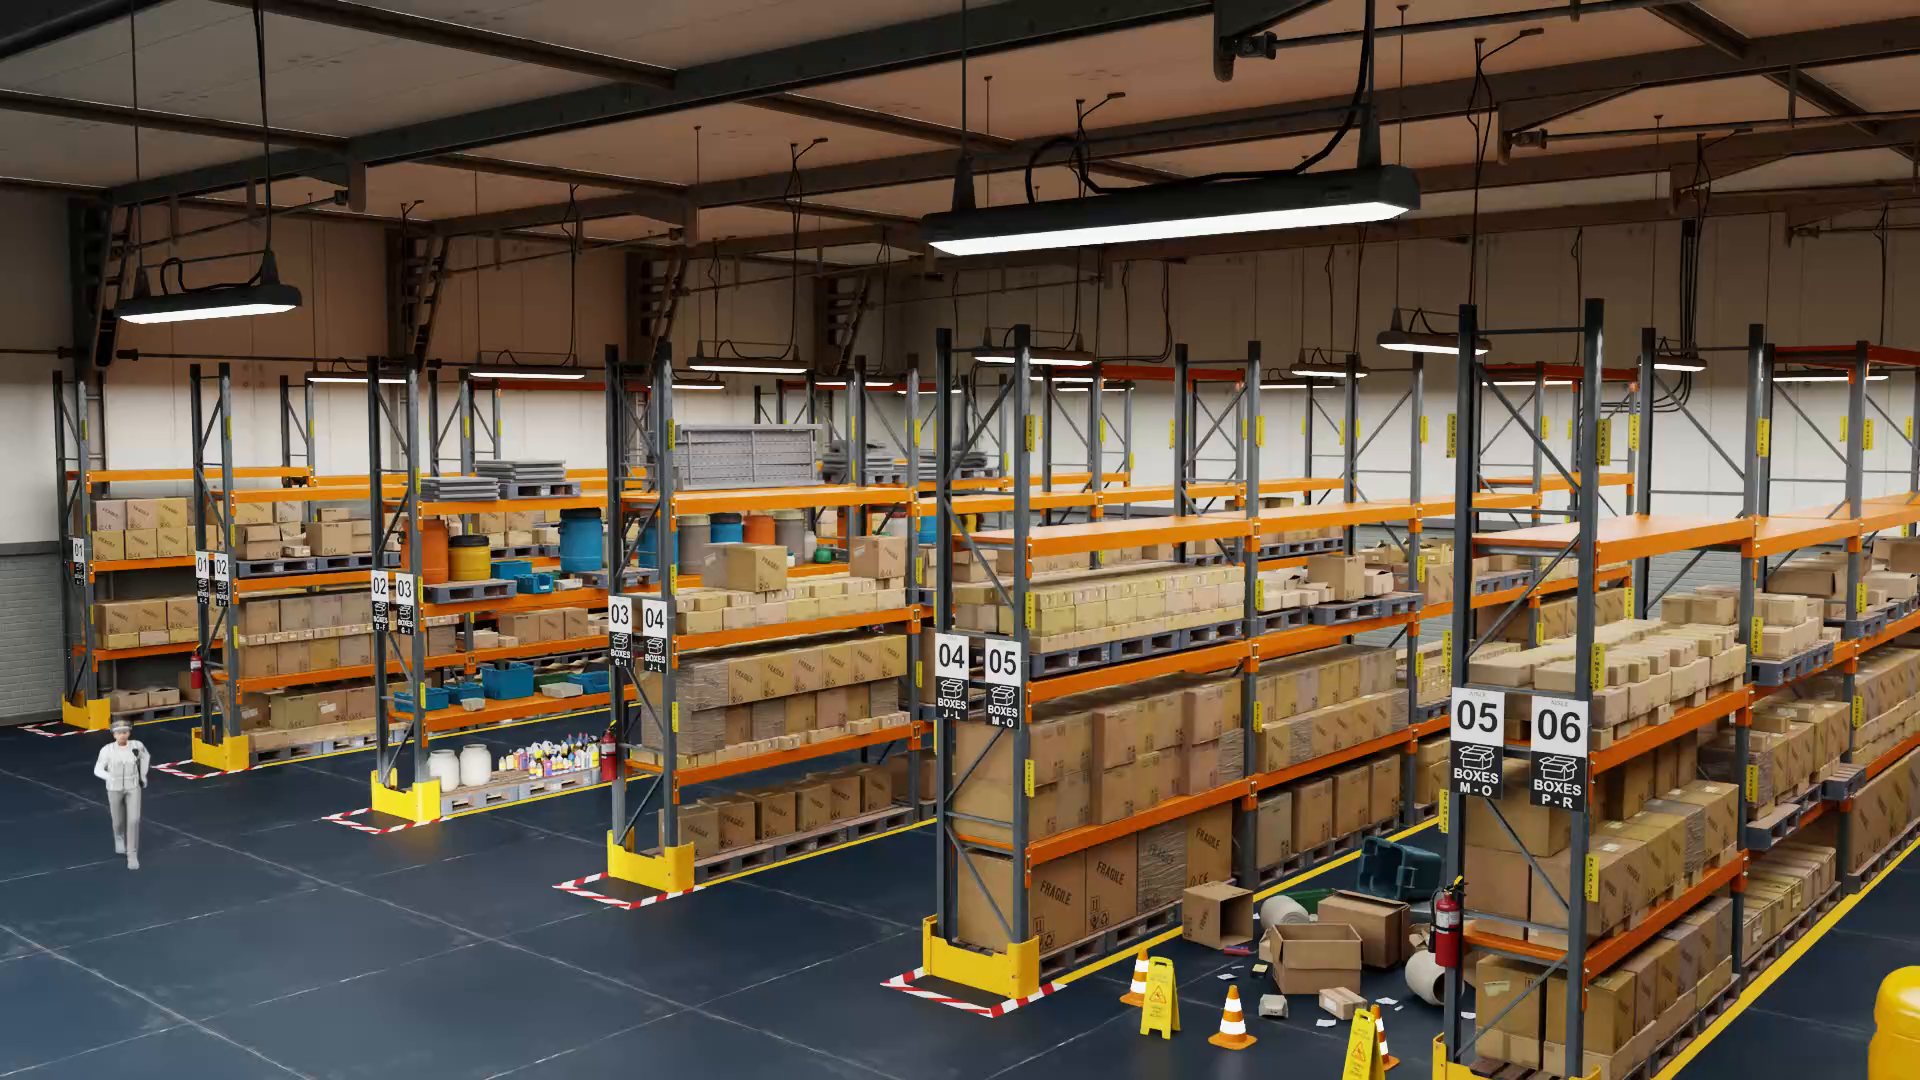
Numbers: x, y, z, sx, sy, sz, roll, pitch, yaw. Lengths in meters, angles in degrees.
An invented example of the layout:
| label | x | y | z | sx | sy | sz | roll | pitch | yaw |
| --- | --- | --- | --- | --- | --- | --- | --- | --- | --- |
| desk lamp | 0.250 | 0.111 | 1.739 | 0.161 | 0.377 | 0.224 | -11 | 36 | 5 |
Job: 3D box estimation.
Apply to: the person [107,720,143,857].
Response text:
| label | x | y | z | sx | sy | sz | roll | pitch | yaw |
| --- | --- | --- | --- | --- | --- | --- | --- | --- | --- |
| person | -9.770 | 2.865 | 19.454 | 0.372 | 1.600 | 0.733 | -2 | 5 | -27 |
